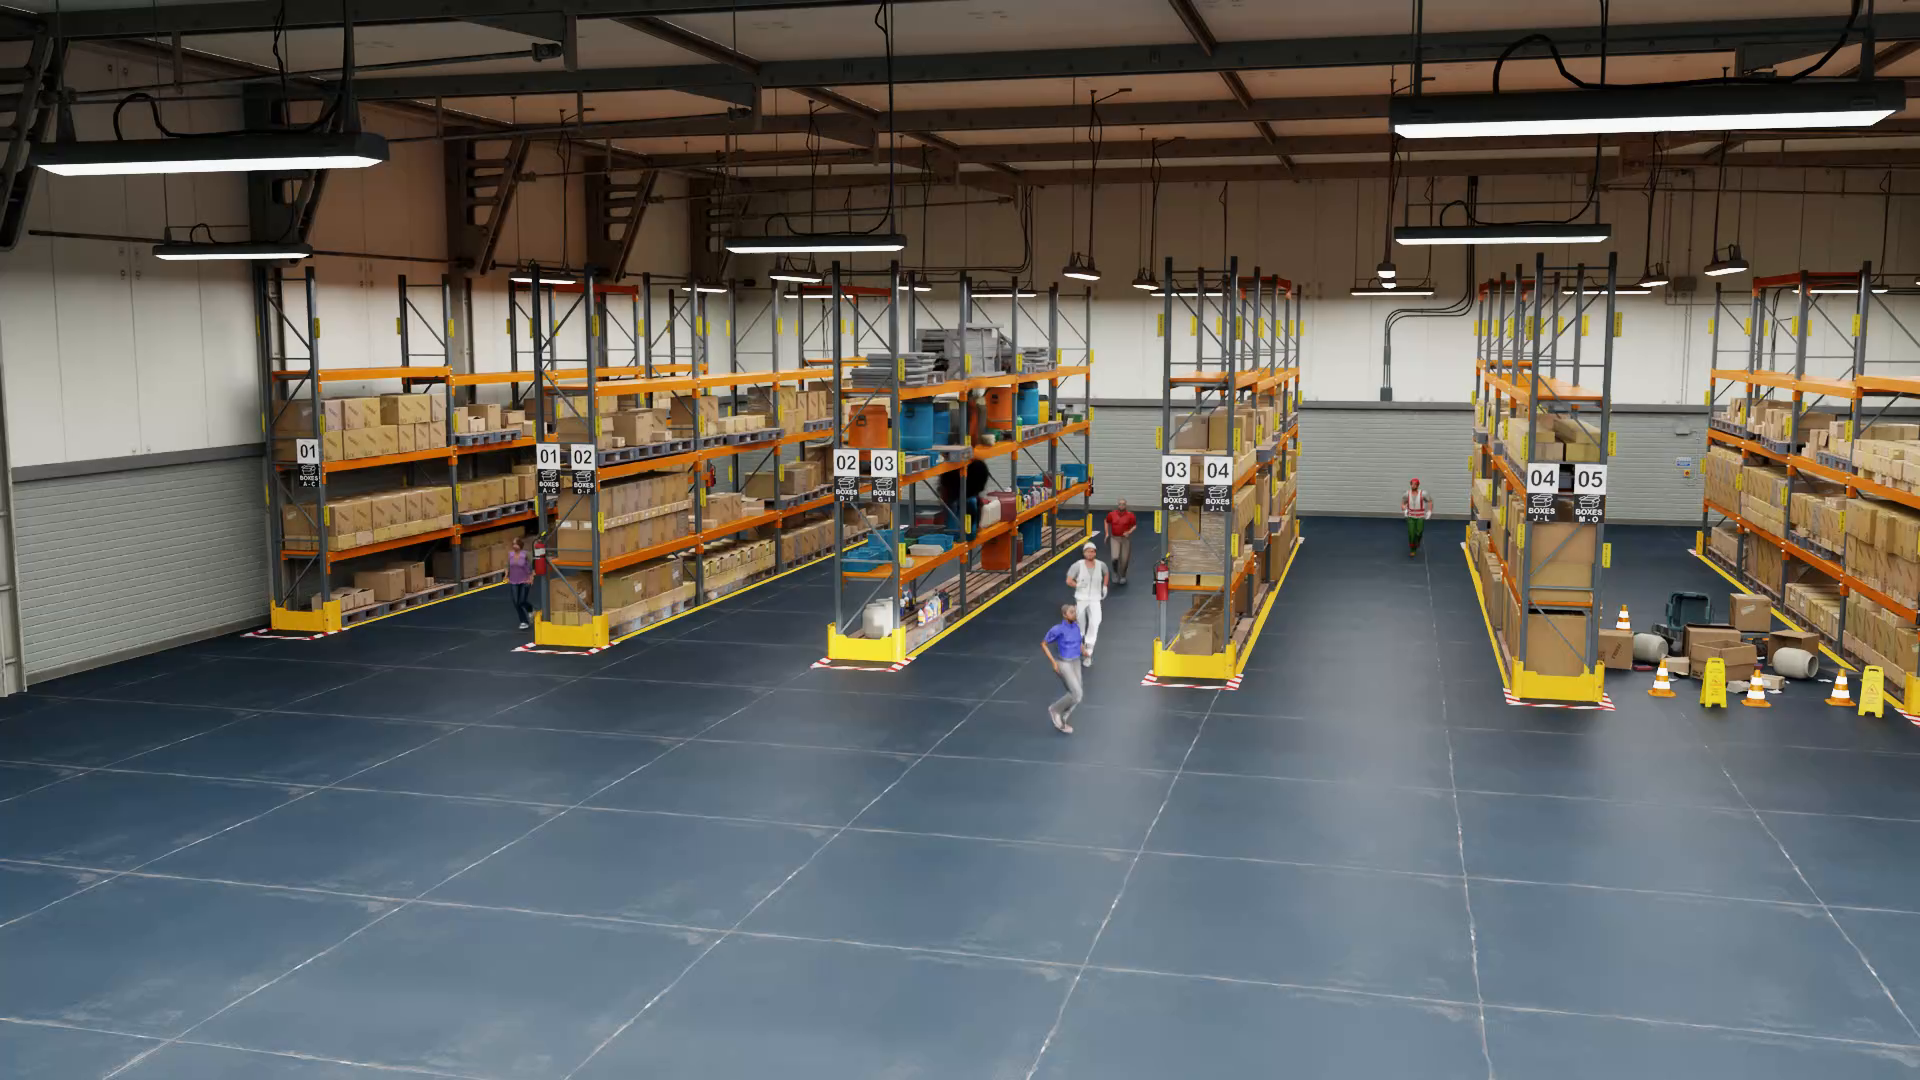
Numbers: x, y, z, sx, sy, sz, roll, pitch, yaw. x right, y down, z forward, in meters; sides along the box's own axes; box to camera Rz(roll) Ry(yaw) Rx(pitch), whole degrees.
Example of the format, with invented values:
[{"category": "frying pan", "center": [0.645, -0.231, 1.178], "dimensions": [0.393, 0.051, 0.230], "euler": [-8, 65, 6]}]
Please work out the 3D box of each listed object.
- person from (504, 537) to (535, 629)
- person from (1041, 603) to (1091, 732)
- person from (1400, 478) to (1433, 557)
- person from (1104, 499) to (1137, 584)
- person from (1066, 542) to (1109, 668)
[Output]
[{"category": "person", "center": [-7.335, 0.719, 27.717], "dimensions": [0.564, 1.545, 0.541], "euler": [1, 7, 9]}, {"category": "person", "center": [1.379, 1.599, 20.613], "dimensions": [0.570, 1.606, 0.561], "euler": [7, 10, 42]}, {"category": "person", "center": [10.023, -0.492, 36.566], "dimensions": [0.678, 1.742, 0.670], "euler": [3, 8, 23]}, {"category": "person", "center": [3.140, 0.032, 32.546], "dimensions": [0.639, 1.689, 0.733], "euler": [1, 7, 5]}, {"category": "person", "center": [1.920, 0.944, 24.981], "dimensions": [0.663, 1.847, 0.795], "euler": [0, 7, -1]}]
